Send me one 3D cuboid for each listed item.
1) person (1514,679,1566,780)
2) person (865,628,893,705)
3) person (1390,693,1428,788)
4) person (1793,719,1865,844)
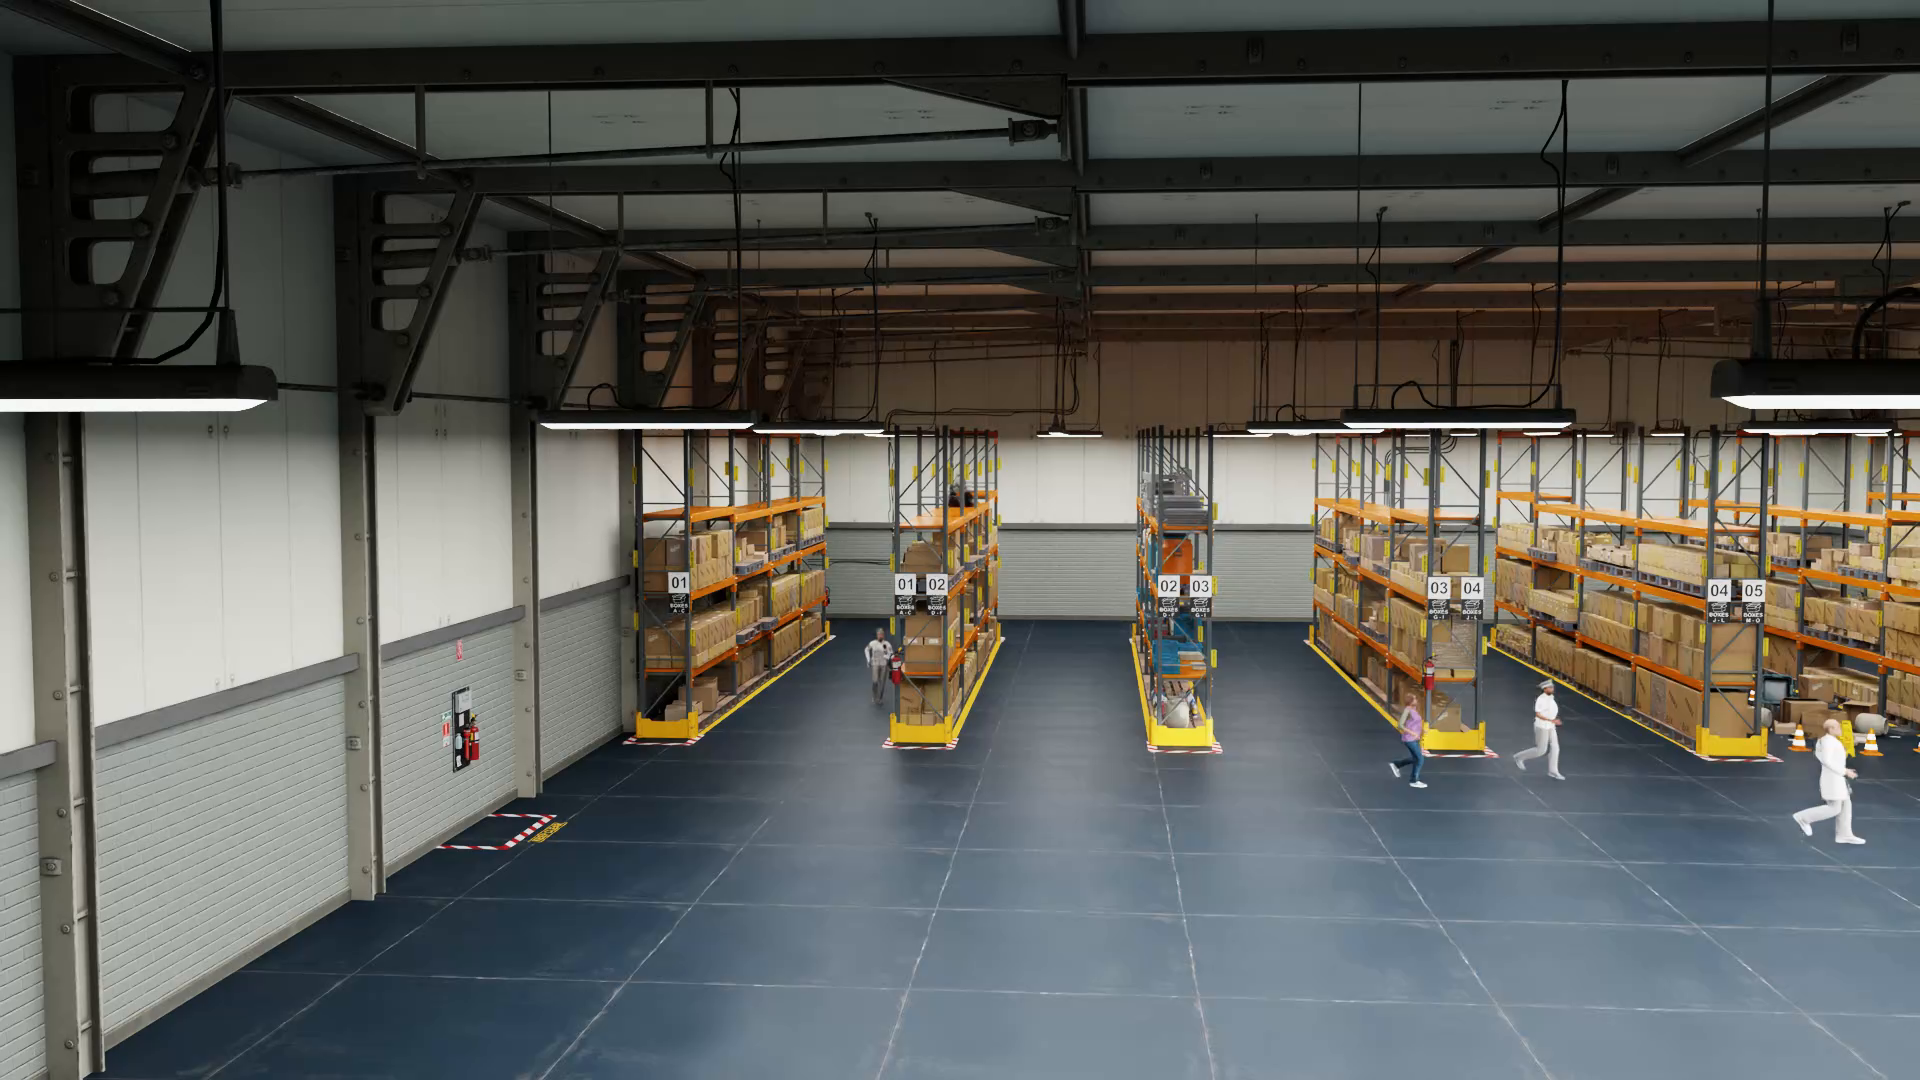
[{"bbox_3d":[9.901,3.192,28.279,0.849,1.705,0.587,3,5,43],"label":"person"},{"bbox_3d":[-1.739,2.723,35.819,0.598,1.665,0.611,0,3,-6],"label":"person"},{"bbox_3d":[7.401,3.293,27.464,0.637,1.551,0.540,2,4,33],"label":"person"},{"bbox_3d":[12.337,3.413,23.576,0.921,1.750,0.720,2,4,27],"label":"person"}]
